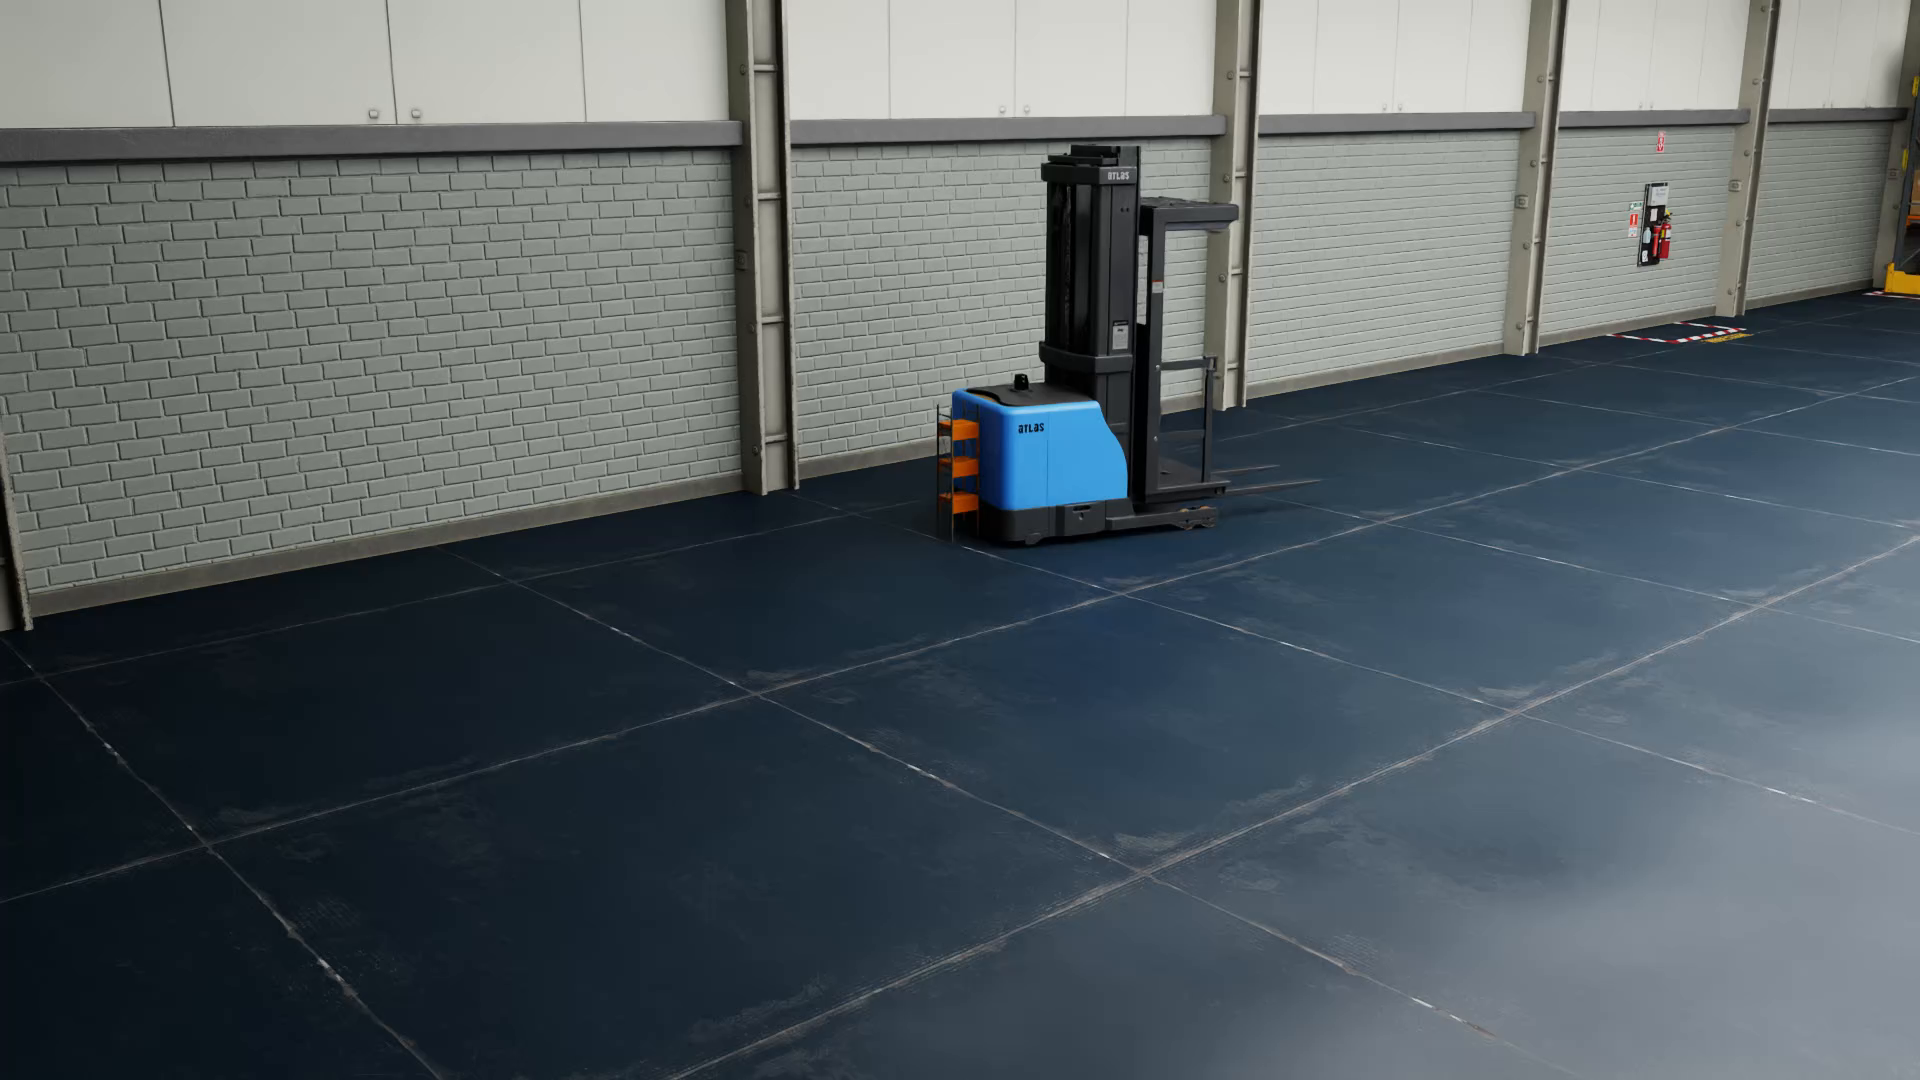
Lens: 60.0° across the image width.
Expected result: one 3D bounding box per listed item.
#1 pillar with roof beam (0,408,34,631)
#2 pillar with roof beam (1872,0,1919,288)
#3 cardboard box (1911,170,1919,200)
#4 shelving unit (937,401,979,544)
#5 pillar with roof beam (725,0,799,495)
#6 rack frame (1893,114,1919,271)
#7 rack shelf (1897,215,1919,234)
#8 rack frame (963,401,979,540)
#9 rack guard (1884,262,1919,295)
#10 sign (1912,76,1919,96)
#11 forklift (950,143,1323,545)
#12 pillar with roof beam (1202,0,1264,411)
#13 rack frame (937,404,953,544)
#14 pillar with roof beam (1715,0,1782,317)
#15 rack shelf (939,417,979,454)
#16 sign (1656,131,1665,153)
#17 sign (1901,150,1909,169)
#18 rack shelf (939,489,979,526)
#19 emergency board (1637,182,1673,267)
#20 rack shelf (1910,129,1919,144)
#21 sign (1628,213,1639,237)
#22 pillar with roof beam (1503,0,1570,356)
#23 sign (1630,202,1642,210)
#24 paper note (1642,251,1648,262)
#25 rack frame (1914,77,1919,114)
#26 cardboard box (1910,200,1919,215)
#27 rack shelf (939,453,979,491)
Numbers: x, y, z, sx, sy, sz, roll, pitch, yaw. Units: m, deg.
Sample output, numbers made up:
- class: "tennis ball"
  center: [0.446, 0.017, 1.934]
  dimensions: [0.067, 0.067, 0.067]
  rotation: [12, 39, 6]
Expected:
- class: "pillar with roof beam"
  center: [-3.340, -2.937, 6.308]
  dimensions: [0.400, 9.000, 9.100]
  rotation: [-13, 19, -39]
- class: "pillar with roof beam"
  center: [19.291, -8.019, 25.334]
  dimensions: [0.400, 9.000, 9.100]
  rotation: [-13, 19, -39]
- class: "cardboard box"
  center: [16.721, -6.093, 28.545]
  dimensions: [0.500, 0.500, 0.500]
  rotation: [-13, 20, -40]
- class: "shelving unit"
  center: [-0.015, -0.513, 12.638]
  dimensions: [0.252, 1.050, 0.215]
  rotation: [-10, 18, -34]
- class: "pillar with roof beam"
  center: [1.186, -3.953, 10.113]
  dimensions: [0.400, 9.000, 9.100]
  rotation: [-13, 19, -39]
- class: "rack frame"
  center: [16.505, -5.672, 28.171]
  dimensions: [0.127, 3.000, 1.000]
  rotation: [-13, 19, -39]
- class: "rack shelf"
  center: [18.014, -5.663, 29.533]
  dimensions: [4.000, 0.370, 1.077]
  rotation: [-13, 19, -39]
- class: "rack frame"
  center: [0.085, -0.531, 12.705]
  dimensions: [0.008, 1.050, 0.200]
  rotation: [-10, 18, -34]
- class: "rack guard"
  center: [16.562, -4.477, 28.542]
  dimensions: [0.348, 0.500, 1.175]
  rotation: [-13, 19, -39]
- class: "sign"
  center: [16.156, -7.660, 28.087]
  dimensions: [0.005, 0.325, 0.100]
  rotation: [-13, 19, -39]
- class: "forklift"
  center: [1.484, -1.611, 13.100]
  dimensions: [3.031, 2.935, 1.130]
  rotation: [-7, 16, -24]
- class: "pillar with roof beam"
  center: [5.712, -4.970, 13.918]
  dimensions: [0.400, 9.000, 9.100]
  rotation: [-13, 19, -39]
- class: "rack frame"
  center: [-0.115, -0.495, 12.570]
  dimensions: [0.008, 1.050, 0.200]
  rotation: [-10, 18, -34]
- class: "pillar with roof beam"
  center: [14.765, -7.003, 21.529]
  dimensions: [0.400, 9.000, 9.100]
  rotation: [-13, 19, -39]
- class: "rack shelf"
  center: [-0.015, -0.777, 12.567]
  dimensions: [0.240, 0.259, 0.215]
  rotation: [-10, 18, -34]
- class: "sign"
  center: [9.978, -5.669, 23.669]
  dimensions: [0.199, 0.298, 0.001]
  rotation: [-13, 19, -39]
- class: "sign"
  center: [16.156, -6.495, 28.398]
  dimensions: [0.005, 0.325, 0.100]
  rotation: [-13, 19, -39]
- class: "rack shelf"
  center: [-0.015, -0.235, 12.712]
  dimensions: [0.240, 0.259, 0.215]
  rotation: [-10, 18, -34]
- class: "emergency board"
  center: [10.050, -4.531, 23.901]
  dimensions: [0.643, 1.169, 0.194]
  rotation: [-13, 19, -39]
- class: "rack shelf"
  center: [18.014, -7.112, 29.145]
  dimensions: [4.000, 0.370, 1.077]
  rotation: [-13, 19, -39]
- class: "sign"
  center: [9.565, -4.475, 23.621]
  dimensions: [0.234, 0.329, 0.001]
  rotation: [-13, 19, -39]
- class: "pillar with roof beam"
  center: [10.239, -5.986, 17.723]
  dimensions: [0.400, 9.000, 9.100]
  rotation: [-13, 19, -39]
- class: "sign"
  center: [9.574, -4.730, 23.549]
  dimensions: [0.331, 0.109, 0.001]
  rotation: [-13, 19, -39]
- class: "paper note"
  center: [9.871, -4.089, 23.953]
  dimensions: [0.142, 0.148, 0.016]
  rotation: [-13, 19, -39]
- class: "rack frame"
  center: [16.505, -8.570, 27.397]
  dimensions: [0.127, 3.000, 1.000]
  rotation: [-13, 19, -39]
- class: "cardboard box"
  center: [16.730, -5.726, 28.626]
  dimensions: [0.500, 0.250, 0.500]
  rotation: [-12, 19, -39]
- class: "rack shelf"
  center: [-0.015, -0.503, 12.641]
  dimensions: [0.240, 0.259, 0.215]
  rotation: [-10, 18, -34]
